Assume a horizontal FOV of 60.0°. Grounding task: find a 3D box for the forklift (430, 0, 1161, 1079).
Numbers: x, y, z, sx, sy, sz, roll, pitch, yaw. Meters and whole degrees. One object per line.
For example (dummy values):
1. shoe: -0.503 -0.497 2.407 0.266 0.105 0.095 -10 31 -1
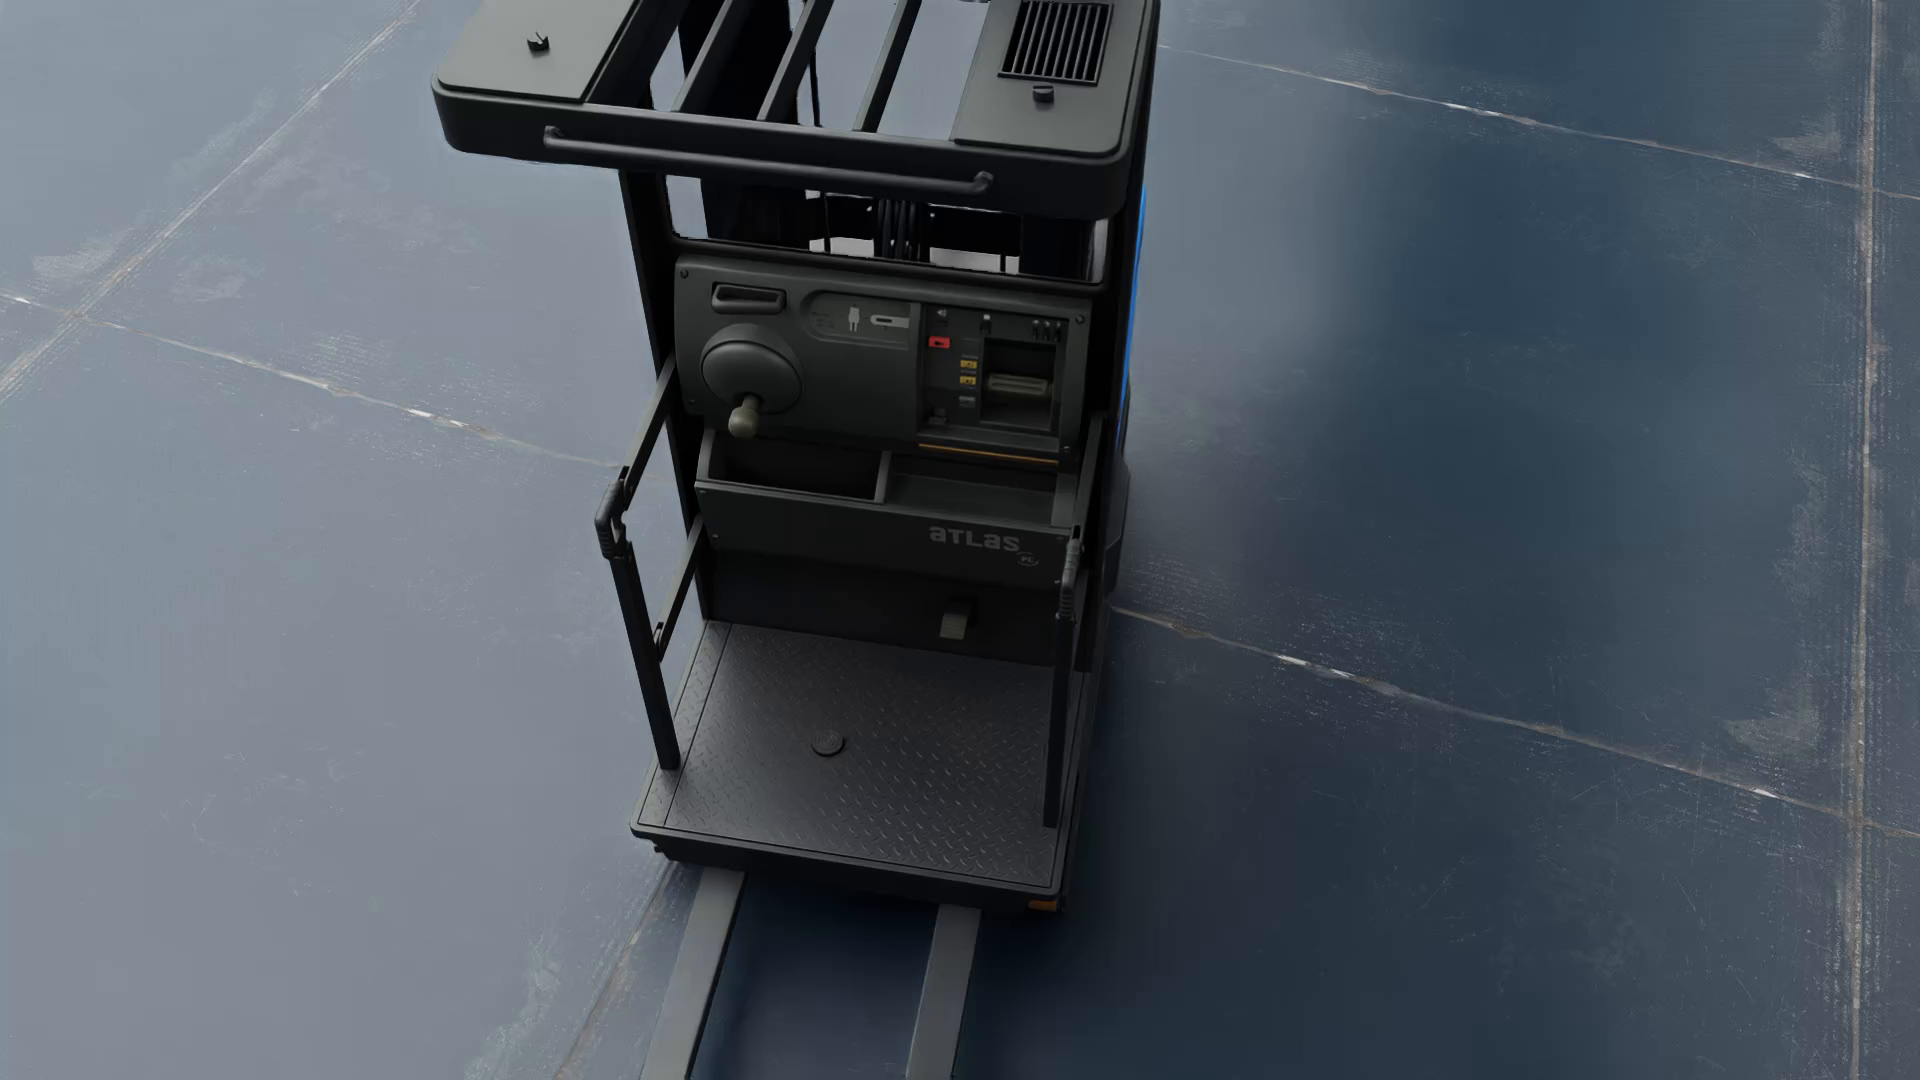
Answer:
1. forklift: -0.214 -0.288 3.560 1.130 2.935 3.031 8 50 6
